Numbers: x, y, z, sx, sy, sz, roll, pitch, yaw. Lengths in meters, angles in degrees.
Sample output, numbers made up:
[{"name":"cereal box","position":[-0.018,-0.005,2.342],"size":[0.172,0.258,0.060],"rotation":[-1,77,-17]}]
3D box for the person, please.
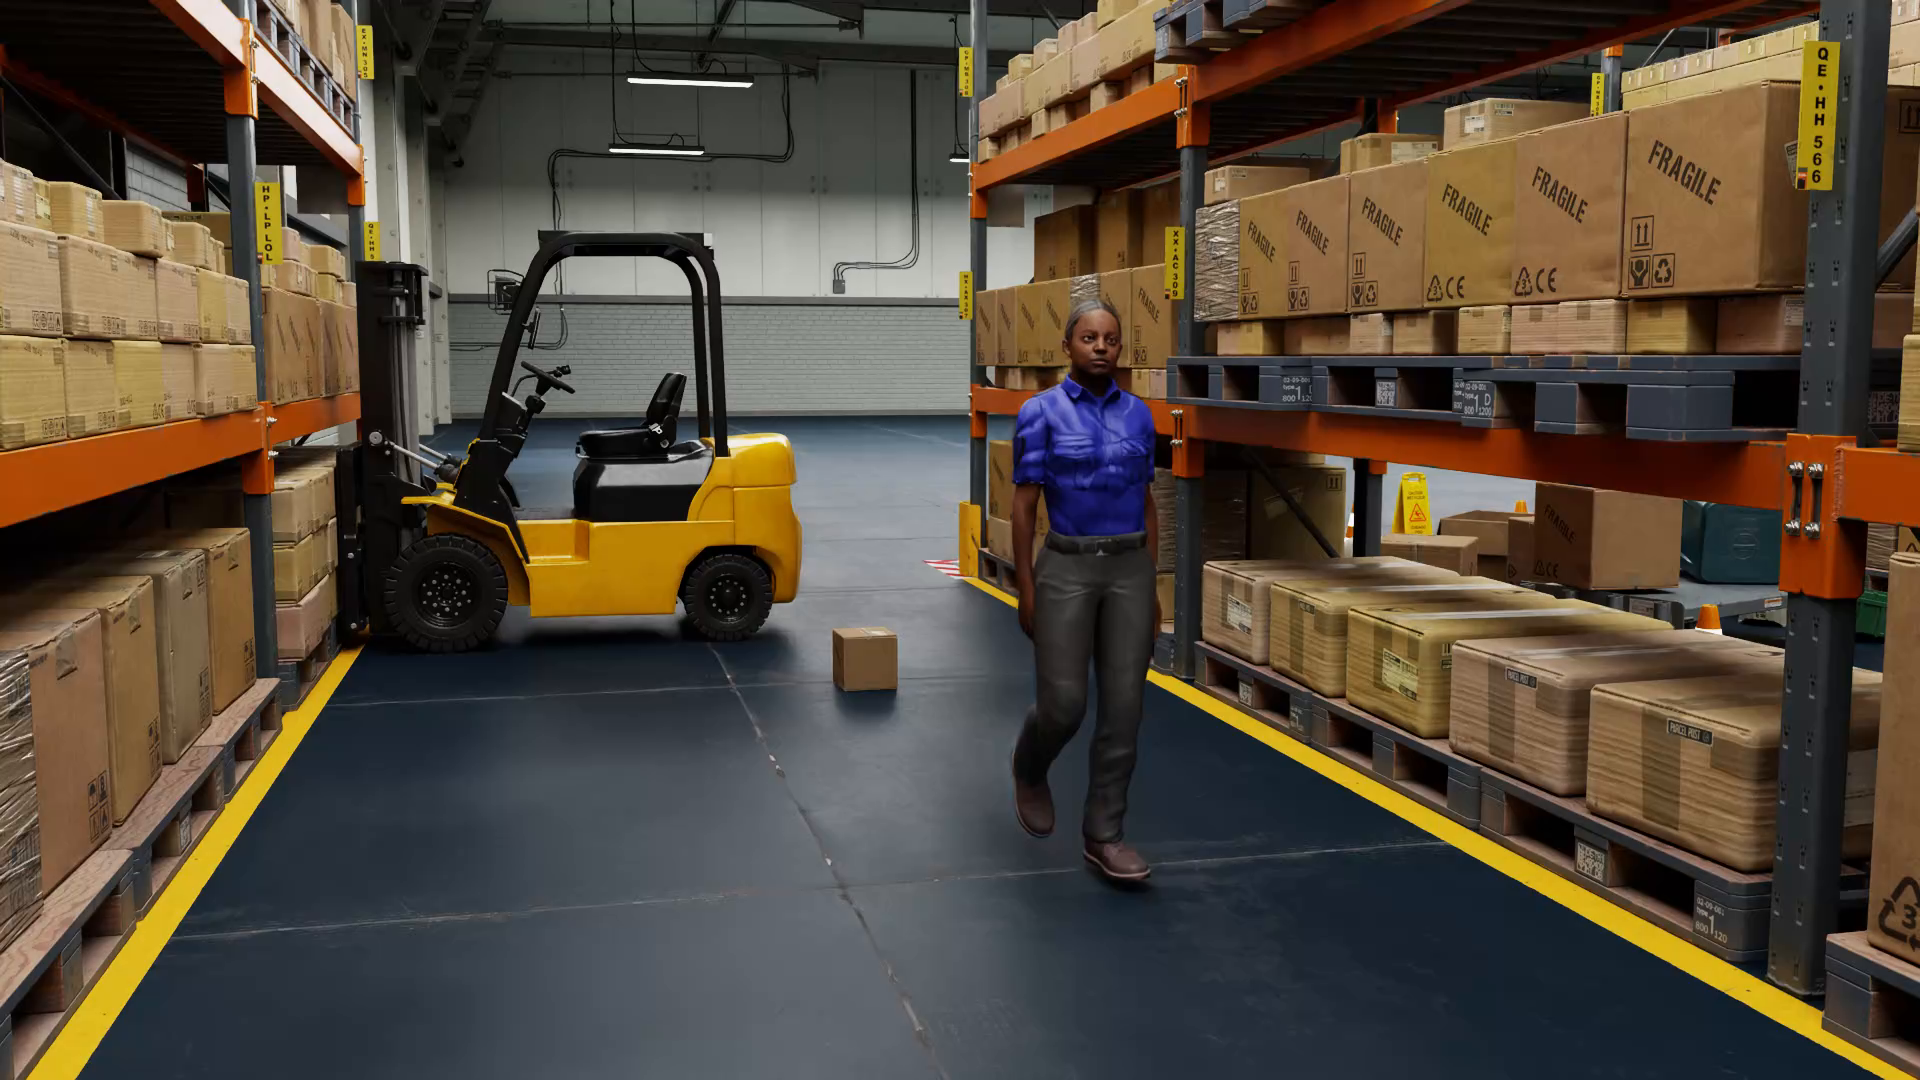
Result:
[{"name":"person","position":[0.365,0.129,4.844],"size":[0.447,1.641,0.569],"rotation":[-2,7,-18]}]
